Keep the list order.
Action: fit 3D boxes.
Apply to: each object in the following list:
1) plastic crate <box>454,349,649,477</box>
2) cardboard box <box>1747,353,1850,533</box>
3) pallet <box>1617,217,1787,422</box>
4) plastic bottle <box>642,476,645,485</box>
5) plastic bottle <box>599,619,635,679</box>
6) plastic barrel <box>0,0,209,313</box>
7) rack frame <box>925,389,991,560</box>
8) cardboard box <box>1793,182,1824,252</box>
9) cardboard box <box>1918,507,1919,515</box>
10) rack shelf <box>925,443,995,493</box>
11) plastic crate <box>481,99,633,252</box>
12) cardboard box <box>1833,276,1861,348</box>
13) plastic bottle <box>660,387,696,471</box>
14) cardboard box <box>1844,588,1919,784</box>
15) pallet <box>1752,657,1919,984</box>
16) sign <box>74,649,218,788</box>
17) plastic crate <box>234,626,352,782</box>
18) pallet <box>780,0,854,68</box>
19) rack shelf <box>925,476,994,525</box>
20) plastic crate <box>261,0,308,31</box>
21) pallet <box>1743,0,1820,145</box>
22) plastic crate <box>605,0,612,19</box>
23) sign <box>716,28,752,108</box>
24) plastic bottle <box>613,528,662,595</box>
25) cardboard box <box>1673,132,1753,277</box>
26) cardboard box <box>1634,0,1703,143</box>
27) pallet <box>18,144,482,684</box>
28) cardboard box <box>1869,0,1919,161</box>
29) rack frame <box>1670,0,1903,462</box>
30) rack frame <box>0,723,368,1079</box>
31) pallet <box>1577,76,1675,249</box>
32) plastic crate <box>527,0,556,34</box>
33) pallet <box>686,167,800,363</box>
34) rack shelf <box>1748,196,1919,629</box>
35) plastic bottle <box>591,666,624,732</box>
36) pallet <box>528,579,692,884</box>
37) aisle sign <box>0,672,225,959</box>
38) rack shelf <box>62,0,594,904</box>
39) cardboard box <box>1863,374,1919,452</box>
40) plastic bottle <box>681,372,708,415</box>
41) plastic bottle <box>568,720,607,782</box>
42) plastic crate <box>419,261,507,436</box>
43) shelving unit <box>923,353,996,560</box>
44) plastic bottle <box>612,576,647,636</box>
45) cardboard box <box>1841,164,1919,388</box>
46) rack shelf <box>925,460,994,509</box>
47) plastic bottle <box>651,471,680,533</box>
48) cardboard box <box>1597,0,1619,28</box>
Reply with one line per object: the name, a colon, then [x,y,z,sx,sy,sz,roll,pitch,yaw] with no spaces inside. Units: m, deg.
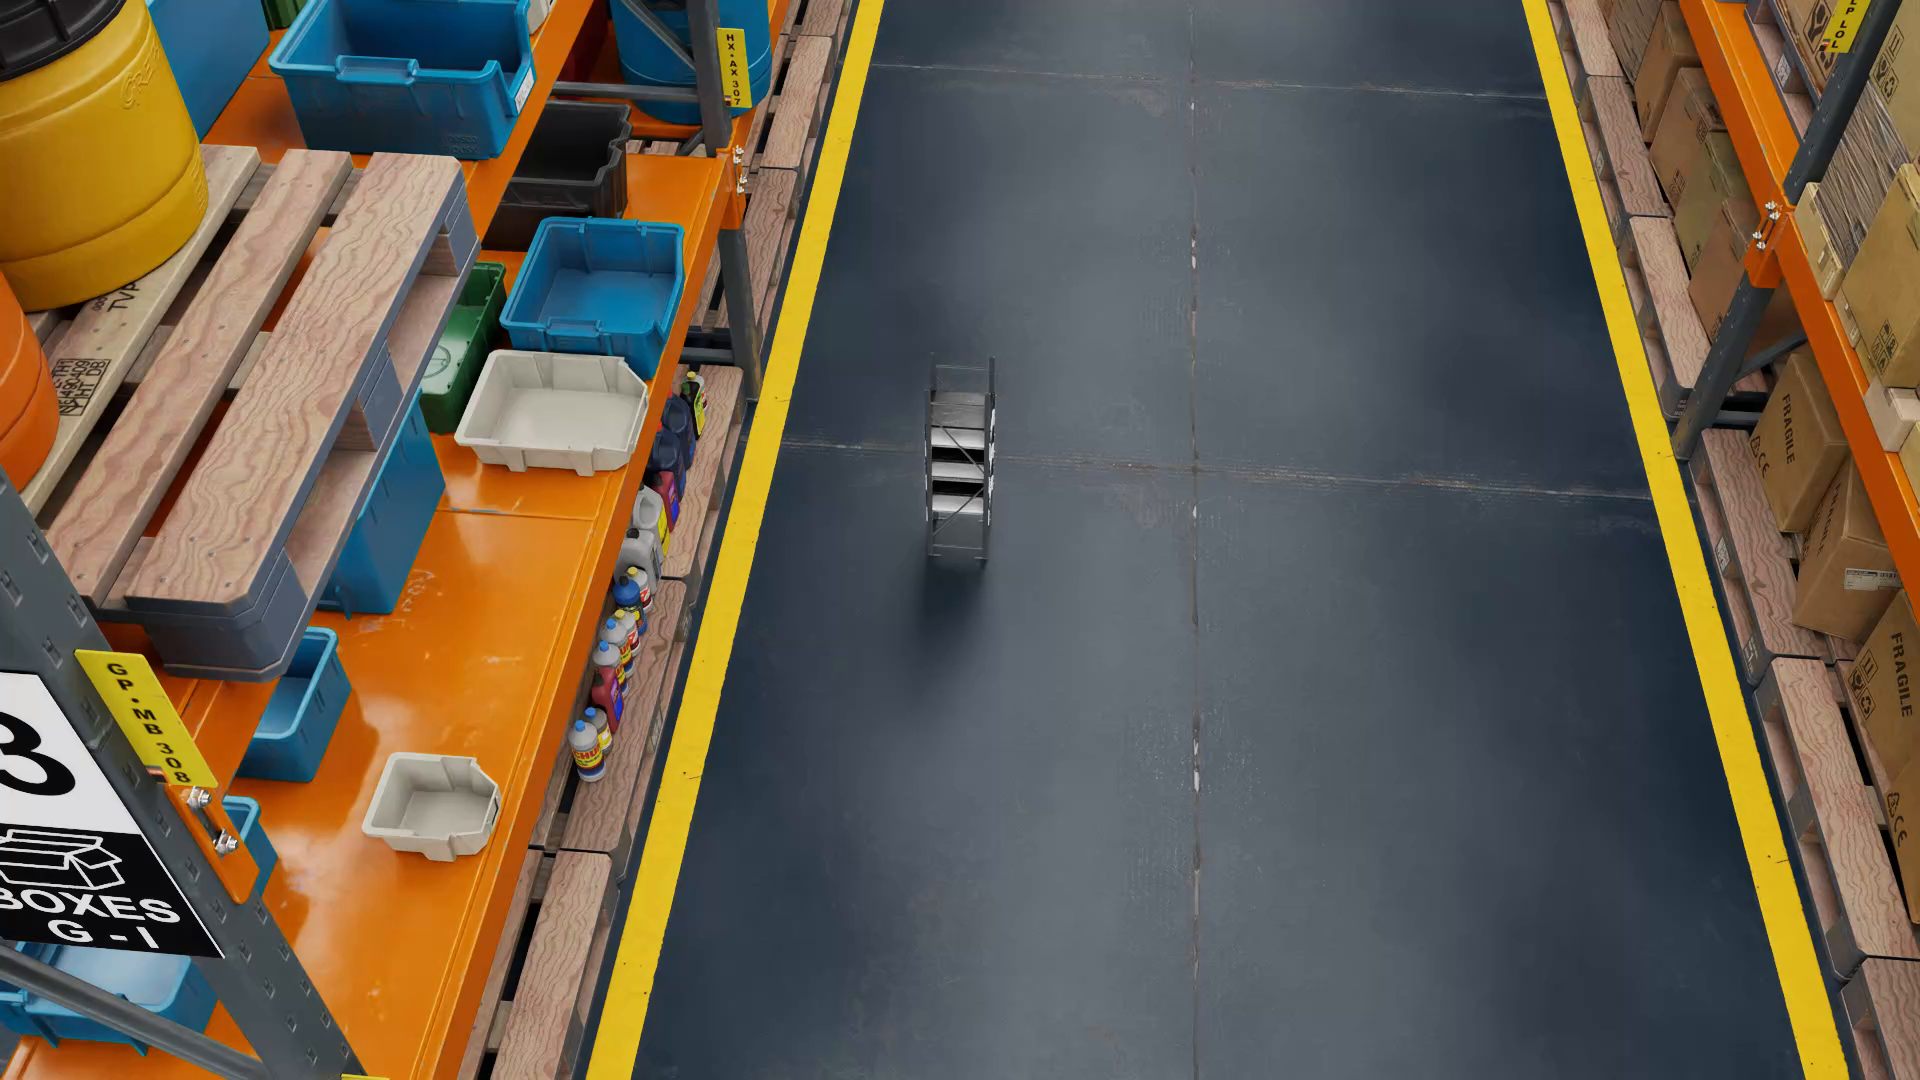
plastic crate: [-1.277,-0.396,5.284,0.530,0.136,0.437,4,48,4]
cardboard box: [3.475,-0.369,6.490,0.500,0.500,0.500,3,48,2]
pallet: [3.621,-0.993,7.541,1.003,0.211,1.213,4,48,4]
plastic bottle: [-1.320,-0.282,6.549,0.152,0.276,0.135,4,48,4]
plastic bottle: [-1.230,0.380,5.947,0.097,0.271,0.097,0,48,0]
plastic barrel: [-1.768,-0.820,3.048,0.600,0.588,0.600,0,48,0]
rack frame: [-0.009,-0.235,6.381,0.240,0.900,0.006,4,48,4]
cardboard box: [3.232,-1.140,5.956,0.380,0.149,0.250,4,48,4]
cardboard box: [3.109,-0.037,4.947,0.380,0.149,0.250,4,48,4]
rack shelf: [0.001,-0.287,6.474,0.258,0.077,0.200,4,48,4]
plastic crate: [-1.556,-1.298,5.973,0.767,0.338,0.504,4,48,4]
cardboard box: [3.201,-0.771,5.619,0.380,0.149,0.250,4,48,4]
plastic bottle: [-1.153,-0.457,6.658,0.144,0.351,0.185,3,48,2]
cardboard box: [3.452,0.514,5.683,0.500,0.500,0.500,0,48,0]
pallet: [3.417,0.974,5.742,1.003,0.211,1.213,4,48,4]
sign: [-1.198,0.269,2.458,0.100,0.325,0.005,4,48,4]
plastic crate: [-1.933,0.430,4.451,0.499,0.251,0.408,4,48,4]
pallet: [-1.126,-3.127,9.493,1.003,0.211,1.213,4,48,4]
rack shelf: [0.001,-0.166,6.607,0.258,0.077,0.200,4,48,4]
plastic crate: [-1.796,-1.495,4.221,0.336,0.188,0.450,4,48,4]
pallet: [3.766,-1.849,6.565,1.003,0.211,1.213,4,48,4]
plastic crate: [-1.590,-2.521,7.060,0.392,0.384,0.575,4,48,4]
sign: [-0.834,-1.744,6.150,0.100,0.325,0.005,4,48,4]
plastic bottle: [-1.219,0.066,6.231,0.152,0.276,0.135,5,48,4]
cardboard box: [3.691,-1.466,7.480,0.700,0.500,0.500,4,48,3]
cardboard box: [3.792,-2.287,8.231,0.700,0.500,0.500,7,48,7]
pallet: [-1.573,-0.306,3.118,1.003,0.211,1.213,4,48,4]
cardboard box: [3.257,-1.520,5.187,0.500,0.500,0.500,4,48,4]
rack frame: [3.551,-1.362,5.989,1.000,3.000,0.127,4,48,4]
rack frame: [-1.746,1.244,3.605,1.000,3.000,0.127,4,48,4]
pallet: [3.729,-1.892,8.364,1.003,0.211,1.213,4,48,4]
plastic crate: [-1.125,-1.412,4.181,0.243,0.136,0.396,4,48,4]
pallet: [-1.348,-1.334,7.853,1.003,0.211,1.213,4,48,4]
rack shelf: [3.369,0.350,4.910,1.077,0.370,4.000,4,48,4]
plastic bottle: [-1.231,0.536,5.796,0.061,0.283,0.133,5,48,4]
pallet: [-1.592,0.635,6.052,1.003,0.211,1.213,4,48,4]
aisle sign: [-1.461,0.439,2.580,0.394,0.787,0.004,4,48,4]
rack shelf: [-1.563,-0.995,4.108,1.077,0.370,4.000,4,48,4]
cardboard box: [3.124,-0.406,5.285,0.380,0.149,0.250,4,48,4]
plastic bottle: [-1.104,-0.612,6.901,0.097,0.201,0.097,0,48,0]
plastic bottle: [-1.270,0.705,5.649,0.097,0.271,0.097,0,48,0]
plastic crate: [-1.786,-0.645,5.477,0.450,0.188,0.662,4,48,4]
shelving unit: [0.001,-0.310,6.449,0.258,0.900,0.210,4,48,4]
plastic bottle: [-1.211,0.231,6.083,0.097,0.271,0.097,0,48,0]
cardboard box: [3.368,-0.805,5.210,0.875,0.500,0.500,4,48,4]
rack shelf: [0.001,-0.226,6.540,0.258,0.077,0.200,4,48,4]
plastic bottle: [-1.144,-0.171,6.442,0.061,0.283,0.133,7,48,6]
cardboard box: [3.875,-3.113,8.986,0.700,0.500,0.500,2,48,1]
